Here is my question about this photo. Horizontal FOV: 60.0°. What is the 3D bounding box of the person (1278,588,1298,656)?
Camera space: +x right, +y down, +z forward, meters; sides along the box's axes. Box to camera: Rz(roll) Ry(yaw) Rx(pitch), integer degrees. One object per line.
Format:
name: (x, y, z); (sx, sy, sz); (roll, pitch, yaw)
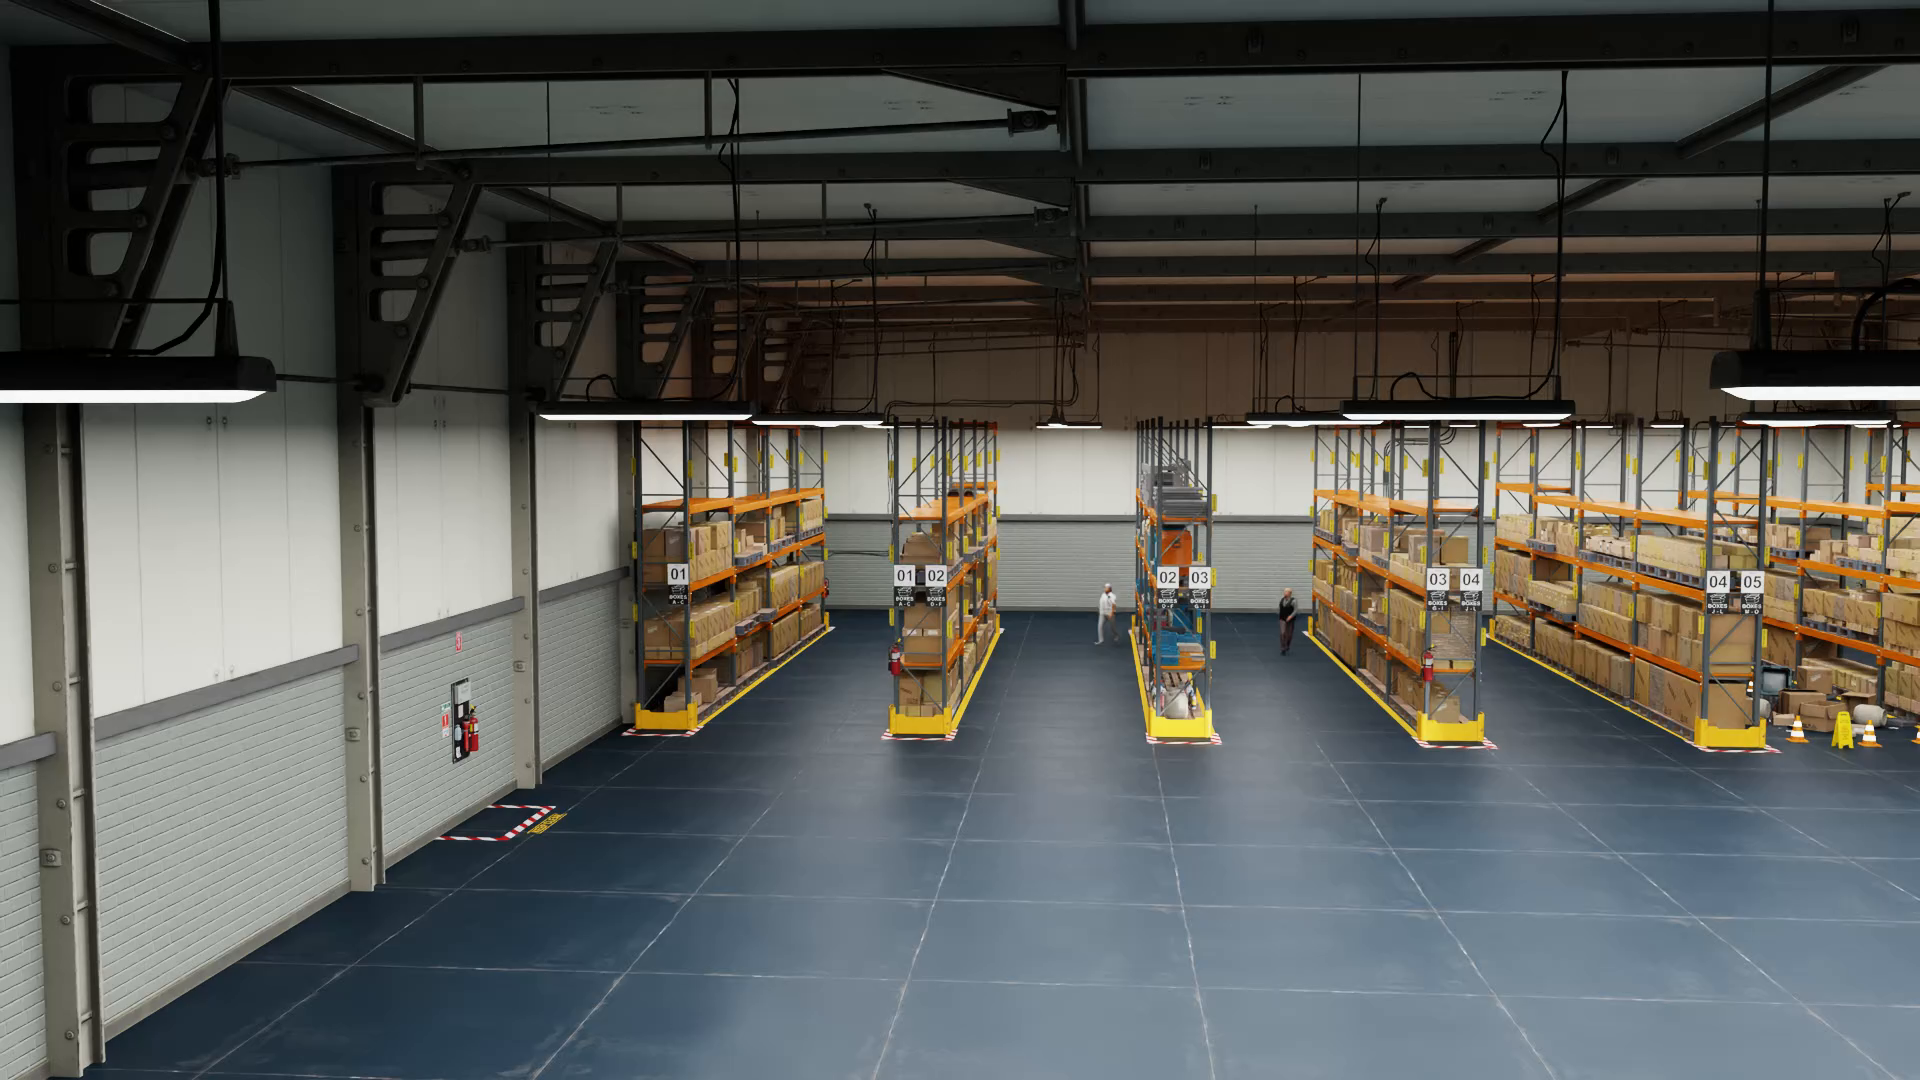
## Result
person: (8.462, 2.100, 42.892); (0.486, 1.726, 0.940); (0, 4, 8)

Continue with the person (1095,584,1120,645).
person: (3.937, 1.975, 44.352); (0.501, 1.618, 0.889); (2, 4, 28)
